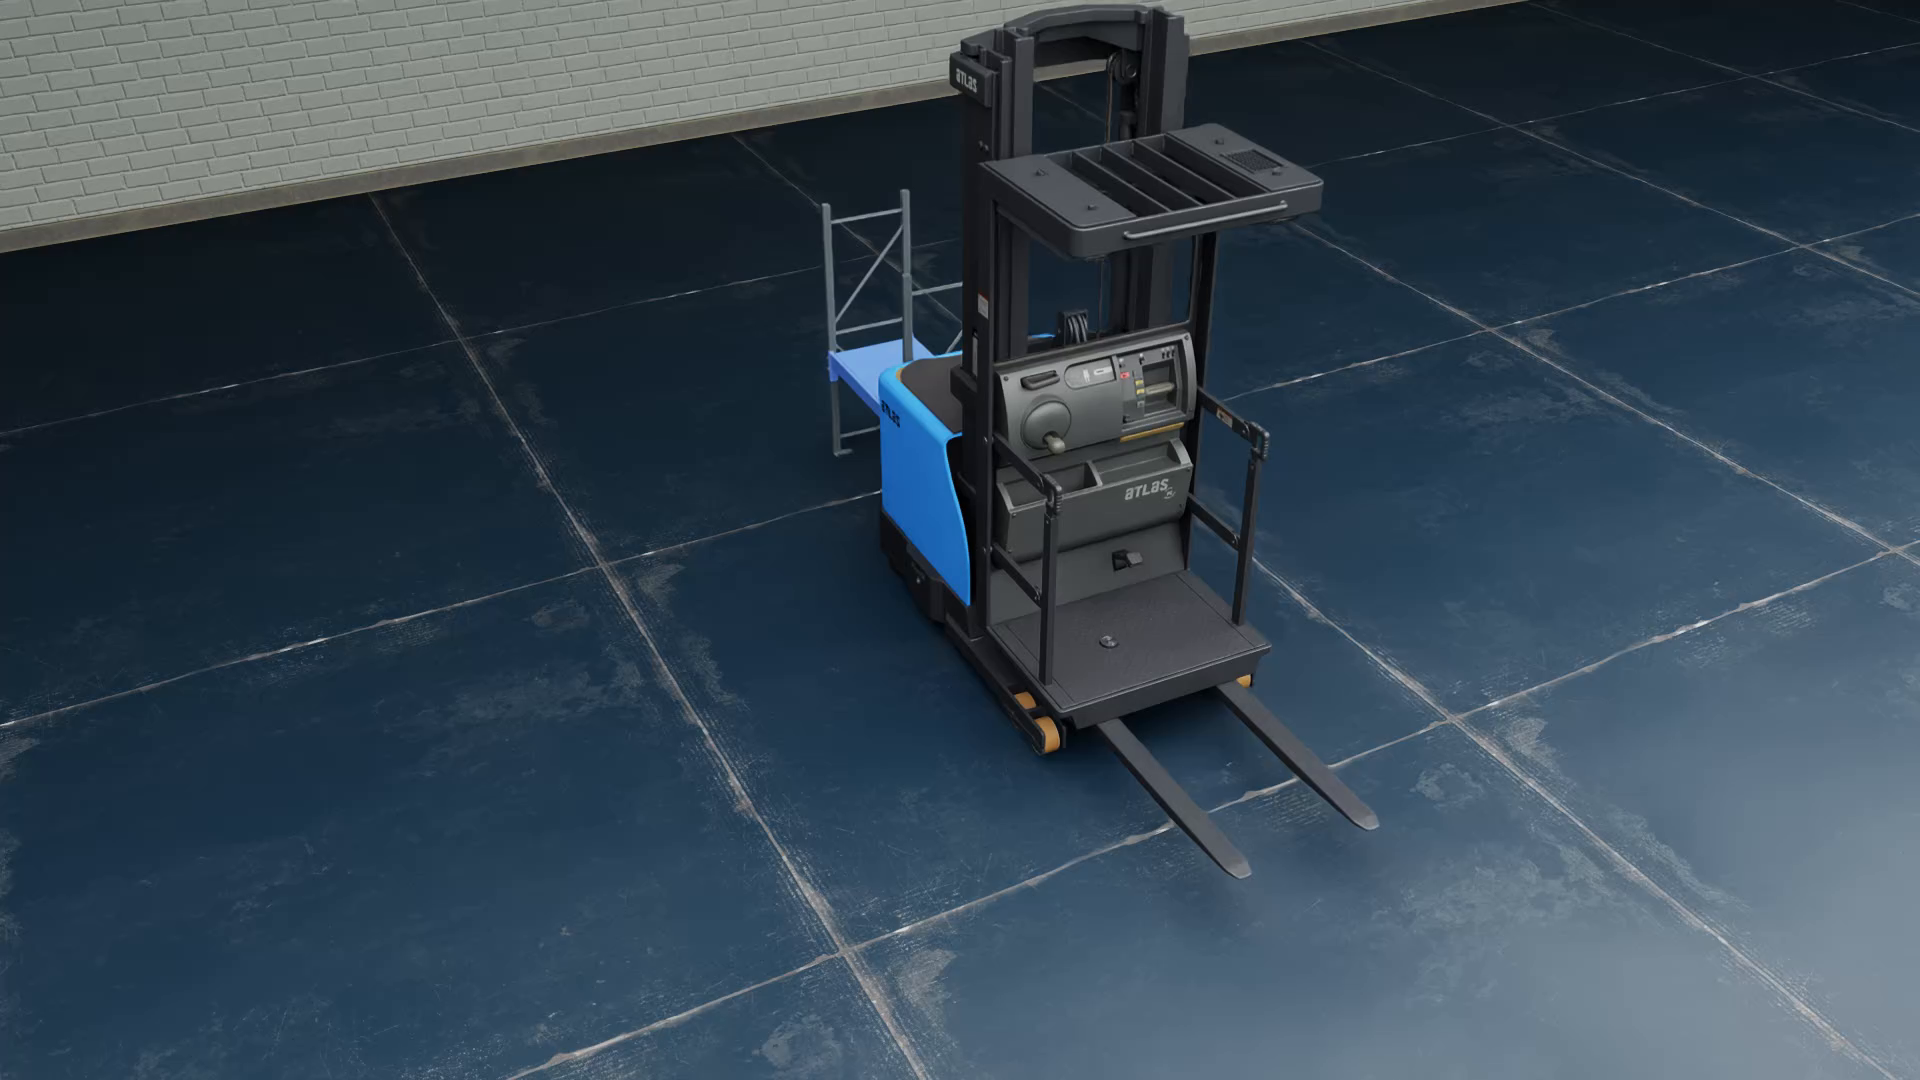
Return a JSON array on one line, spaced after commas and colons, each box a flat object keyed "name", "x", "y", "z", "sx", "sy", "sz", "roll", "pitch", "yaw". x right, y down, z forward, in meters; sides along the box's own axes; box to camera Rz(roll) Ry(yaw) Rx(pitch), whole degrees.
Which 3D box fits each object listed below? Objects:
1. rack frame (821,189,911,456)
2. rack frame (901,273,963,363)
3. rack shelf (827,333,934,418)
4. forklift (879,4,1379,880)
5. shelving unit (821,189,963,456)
[{"name": "rack frame", "x": -0.500, "y": -1.181, "z": 9.204, "sx": 0.500, "sy": 1.500, "sz": 0.032, "roll": -15, "pitch": 36, "yaw": -22}, {"name": "rack frame", "x": -0.051, "y": -0.689, "z": 8.436, "sx": 0.500, "sy": 1.500, "sz": 0.032, "roll": -15, "pitch": 36, "yaw": -22}, {"name": "rack shelf", "x": -0.276, "y": -0.784, "z": 8.917, "sx": 0.538, "sy": 0.185, "sz": 1.000, "roll": -15, "pitch": 36, "yaw": -22}, {"name": "forklift", "x": 0.692, "y": -0.568, "z": 6.920, "sx": 1.130, "sy": 2.935, "sz": 3.031, "roll": -15, "pitch": 36, "yaw": -22}, {"name": "shelving unit", "x": -0.276, "y": -0.935, "z": 8.820, "sx": 0.538, "sy": 1.500, "sz": 1.048, "roll": -15, "pitch": 36, "yaw": -22}]
